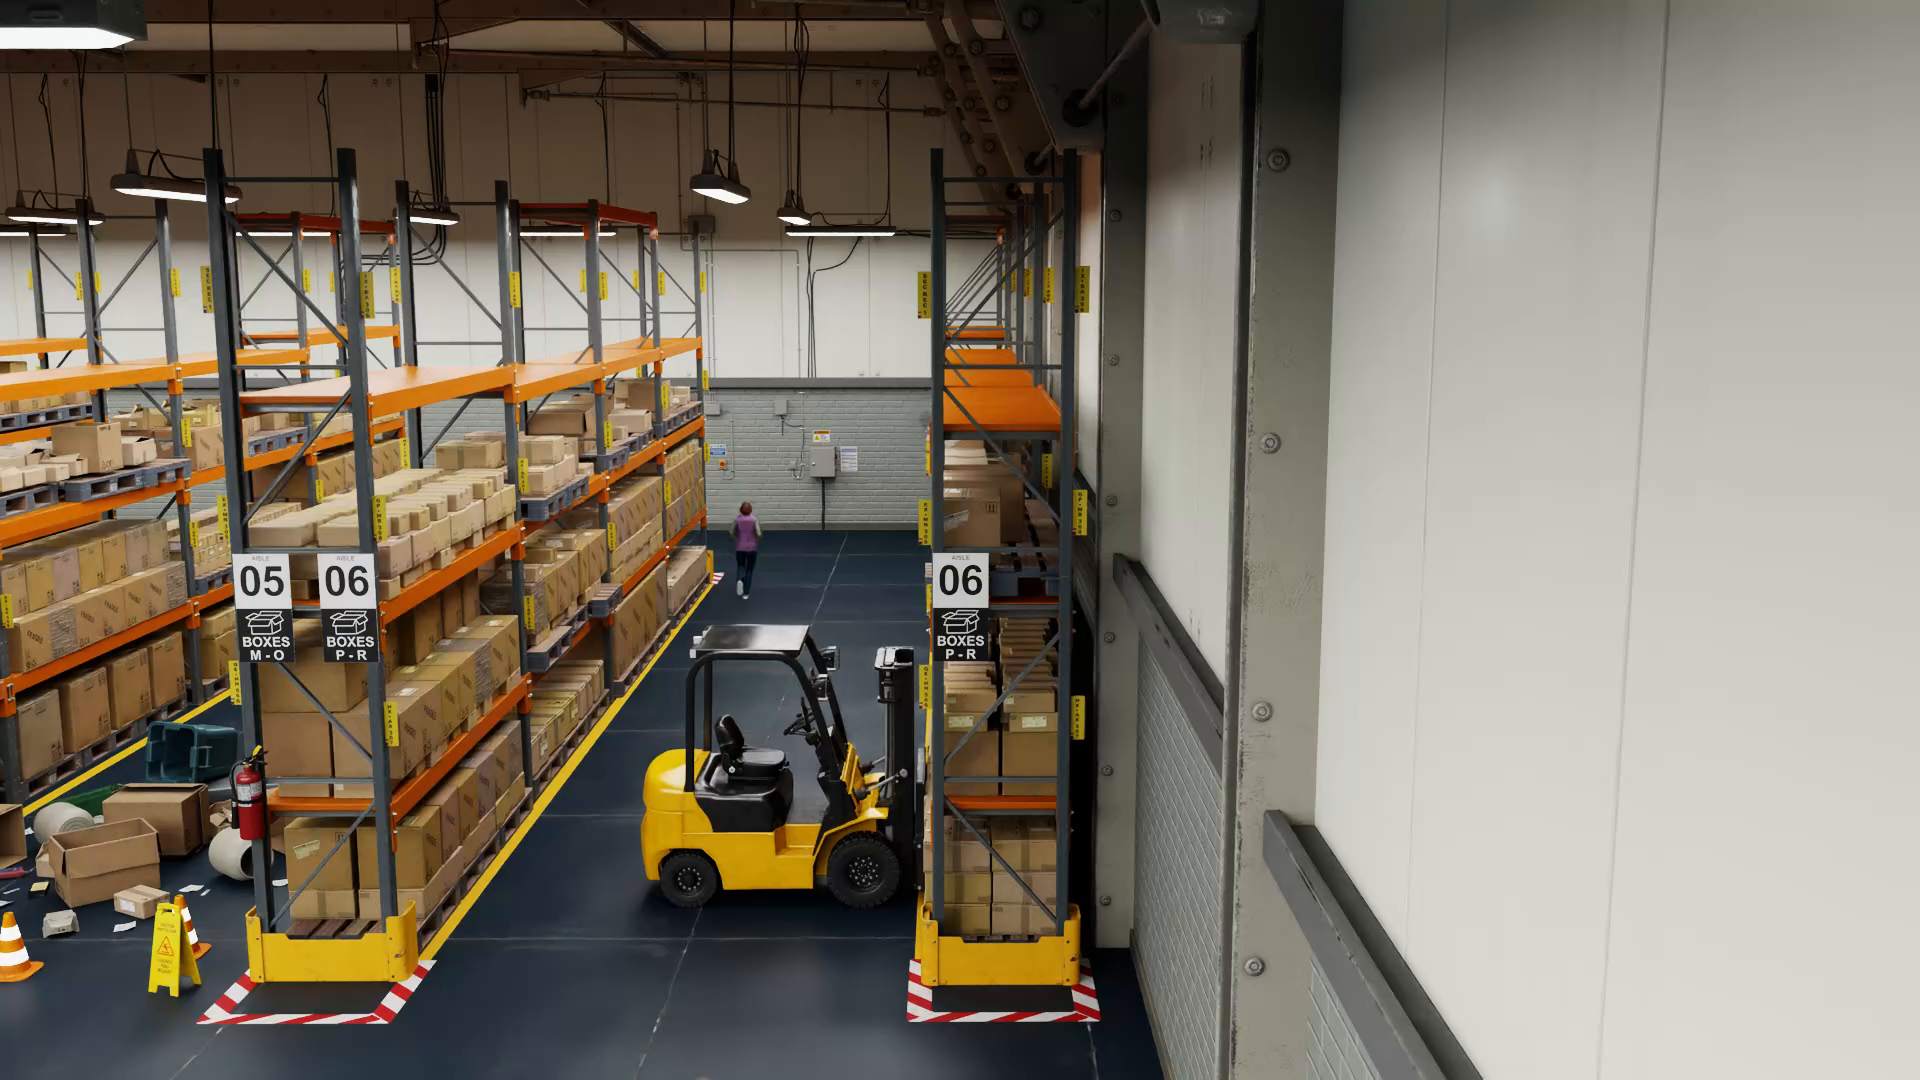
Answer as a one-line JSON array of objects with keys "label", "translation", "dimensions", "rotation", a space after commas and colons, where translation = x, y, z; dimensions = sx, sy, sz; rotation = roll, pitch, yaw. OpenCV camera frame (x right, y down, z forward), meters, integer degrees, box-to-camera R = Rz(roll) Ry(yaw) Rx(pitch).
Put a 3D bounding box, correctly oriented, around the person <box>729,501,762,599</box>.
[{"label": "person", "translation": [-3.373, 0.154, 26.239], "dimensions": [0.512, 1.550, 0.536], "rotation": [0, 9, 0]}]
